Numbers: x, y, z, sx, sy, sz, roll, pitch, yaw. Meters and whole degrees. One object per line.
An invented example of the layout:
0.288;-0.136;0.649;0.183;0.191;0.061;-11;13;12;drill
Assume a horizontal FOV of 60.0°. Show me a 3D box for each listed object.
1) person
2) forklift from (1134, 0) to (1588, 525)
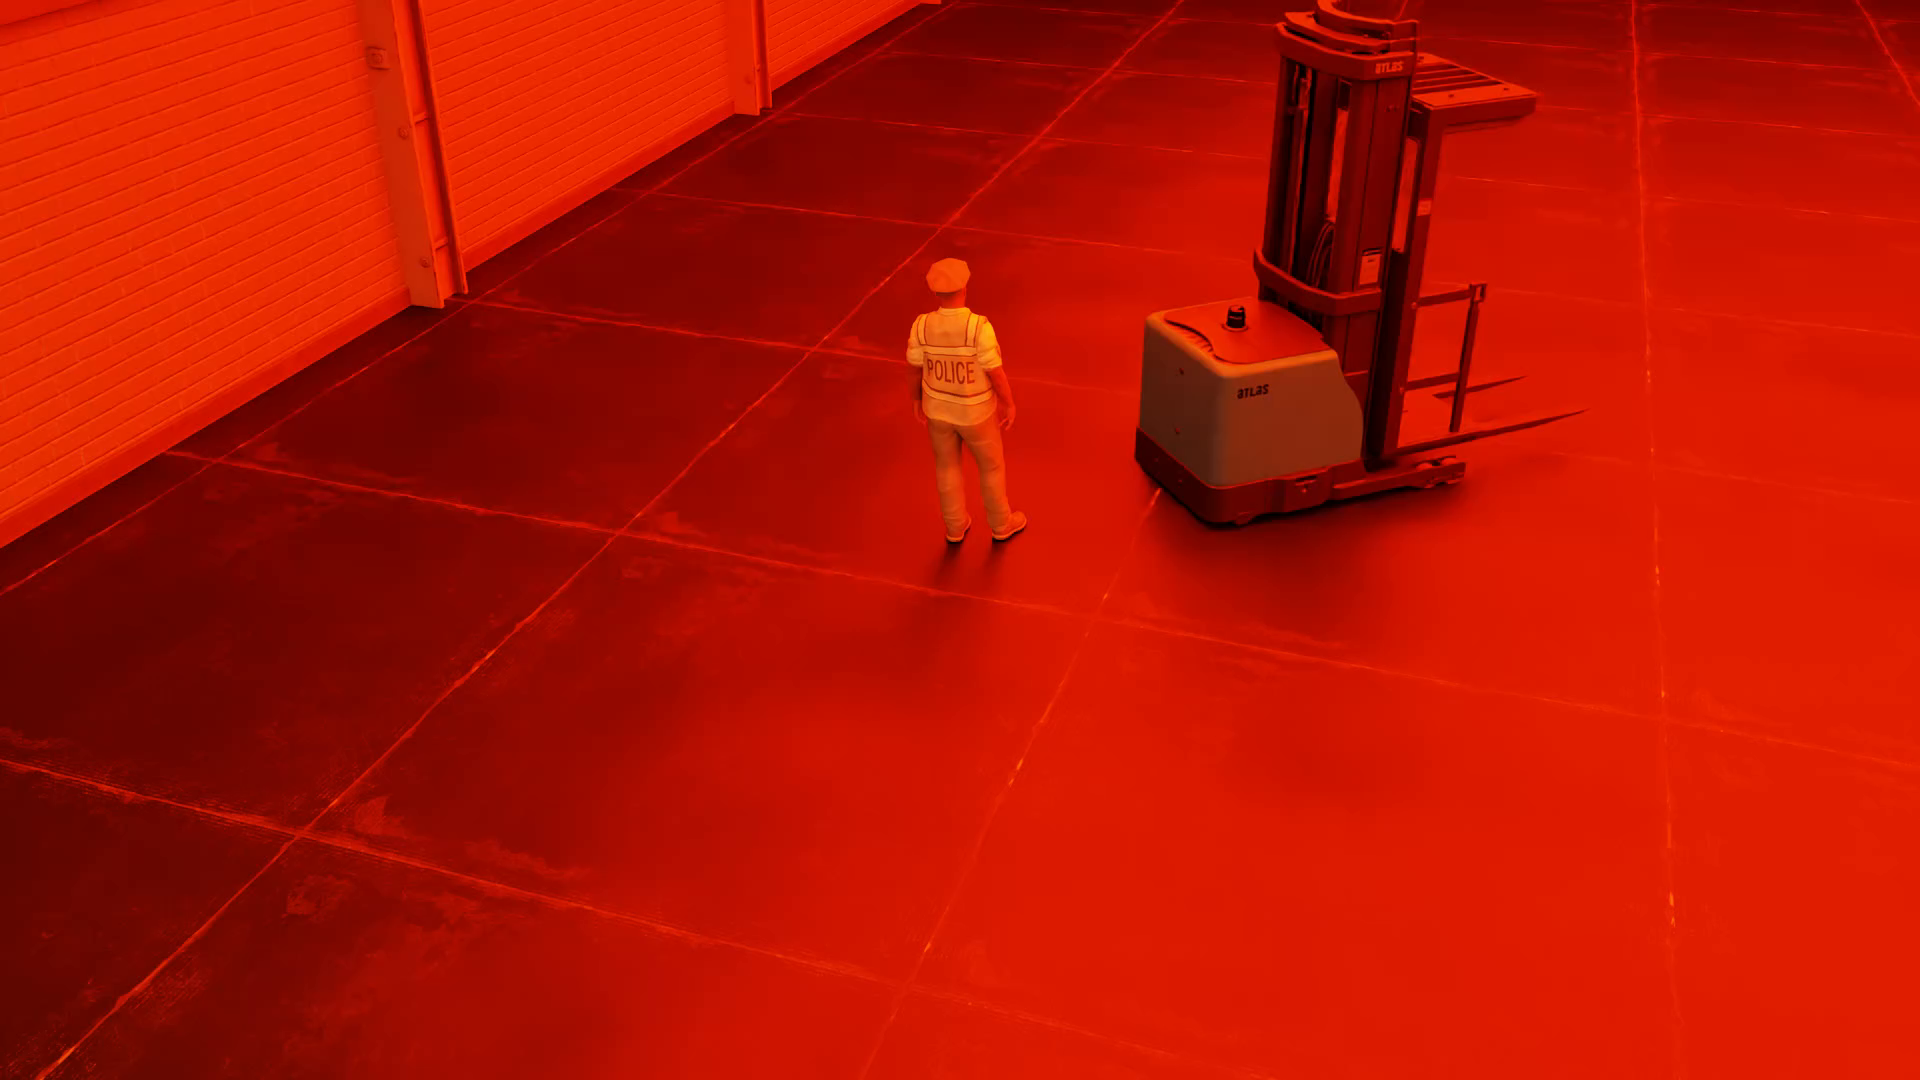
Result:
0.036;-0.815;9.711;0.640;1.781;0.575;10;31;16;person
2.709;-1.827;10.342;3.031;2.935;1.130;-12;32;-20;forklift
